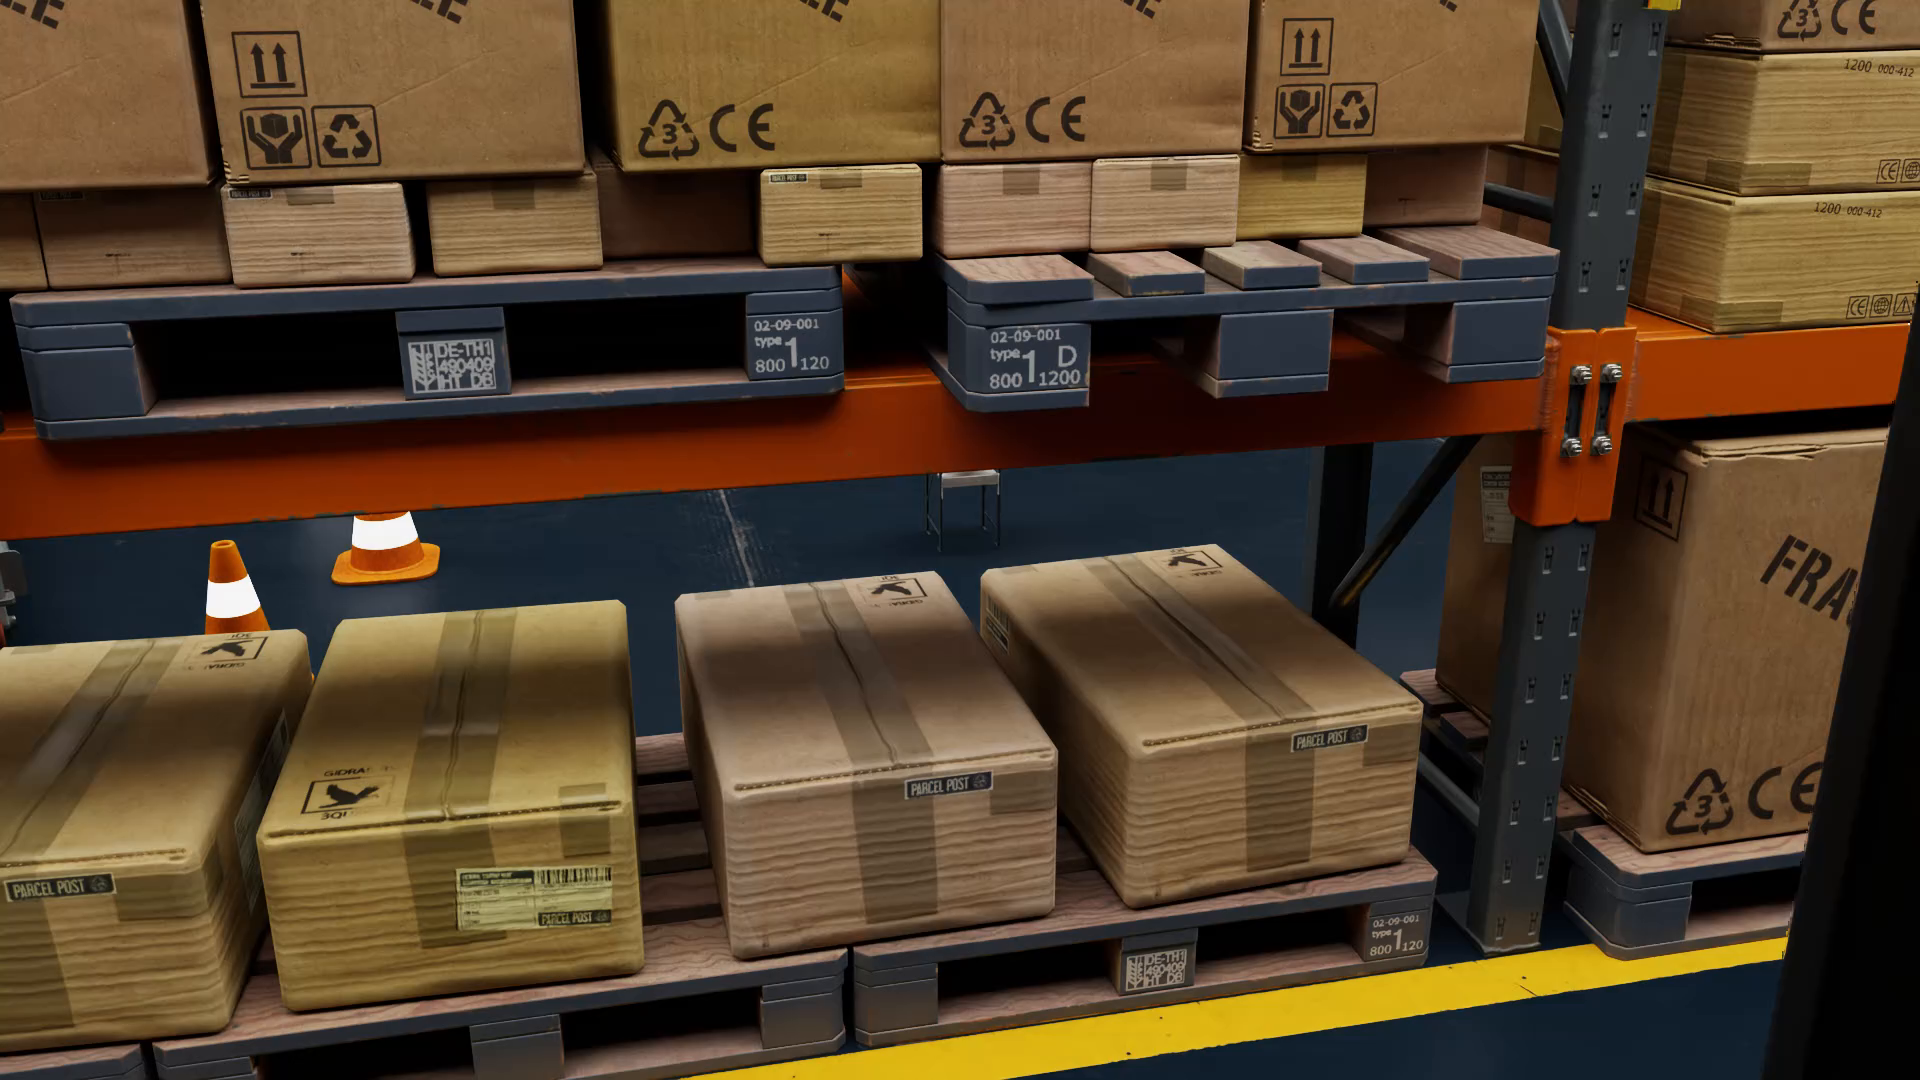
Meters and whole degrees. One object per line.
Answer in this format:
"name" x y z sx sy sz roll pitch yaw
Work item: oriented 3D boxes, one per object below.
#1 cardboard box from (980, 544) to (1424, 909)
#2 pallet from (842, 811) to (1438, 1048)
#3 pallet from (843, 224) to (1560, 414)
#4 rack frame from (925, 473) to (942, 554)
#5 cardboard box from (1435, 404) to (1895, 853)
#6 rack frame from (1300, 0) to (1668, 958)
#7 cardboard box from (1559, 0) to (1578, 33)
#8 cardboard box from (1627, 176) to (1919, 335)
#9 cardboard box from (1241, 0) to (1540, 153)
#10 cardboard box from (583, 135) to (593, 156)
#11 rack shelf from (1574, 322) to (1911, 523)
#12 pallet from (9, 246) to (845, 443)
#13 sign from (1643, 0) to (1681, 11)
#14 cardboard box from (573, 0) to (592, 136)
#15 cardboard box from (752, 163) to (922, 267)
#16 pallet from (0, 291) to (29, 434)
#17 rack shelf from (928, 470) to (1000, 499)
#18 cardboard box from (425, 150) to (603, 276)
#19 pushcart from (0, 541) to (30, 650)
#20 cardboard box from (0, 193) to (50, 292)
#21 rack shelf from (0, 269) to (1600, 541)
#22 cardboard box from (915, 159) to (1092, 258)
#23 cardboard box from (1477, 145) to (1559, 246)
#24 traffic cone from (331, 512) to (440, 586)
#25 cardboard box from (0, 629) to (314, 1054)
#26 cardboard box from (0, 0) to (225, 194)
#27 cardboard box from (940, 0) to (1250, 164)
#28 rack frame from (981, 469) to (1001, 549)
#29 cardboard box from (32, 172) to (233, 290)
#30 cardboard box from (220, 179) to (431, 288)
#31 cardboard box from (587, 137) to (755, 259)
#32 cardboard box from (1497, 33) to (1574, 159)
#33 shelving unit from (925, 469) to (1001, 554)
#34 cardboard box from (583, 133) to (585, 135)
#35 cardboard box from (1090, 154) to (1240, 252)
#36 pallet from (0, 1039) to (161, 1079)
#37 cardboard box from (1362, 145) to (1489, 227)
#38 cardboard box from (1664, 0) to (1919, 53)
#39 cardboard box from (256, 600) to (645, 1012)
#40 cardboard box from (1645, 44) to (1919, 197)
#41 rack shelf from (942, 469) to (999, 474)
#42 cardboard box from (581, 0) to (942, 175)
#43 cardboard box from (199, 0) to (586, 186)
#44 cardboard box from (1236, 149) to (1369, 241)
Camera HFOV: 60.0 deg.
"cardboard box" 0.483 0.364 3.669 0.625 0.372 0.950 -6 21 -16
"pallet" 0.274 0.657 3.714 1.213 0.211 1.003 -5 21 -12
"pallet" 0.366 -0.531 3.183 1.003 0.211 1.213 -5 21 -12
"rack frame" -0.091 -0.415 5.640 0.006 0.900 0.240 -5 21 -12
"cardboard box" 1.726 0.060 3.768 0.875 0.875 0.875 -5 21 -13
"rack frame" 1.035 -0.714 3.402 0.127 3.000 1.000 -5 21 -12
"cardboard box" 1.478 -1.359 3.563 0.500 0.500 0.500 -5 21 -14
"cardboard box" 1.569 -0.598 3.303 0.500 0.250 0.500 -5 21 -13
"cardboard box" 0.657 -0.968 2.909 0.500 0.500 0.500 -5 21 -14
"cardboard box" -0.639 -0.717 3.164 0.250 0.149 0.380 -4 20 -10
"rack shelf" 2.981 -0.534 3.958 4.000 0.370 1.077 -5 21 -12
"pallet" -0.882 -0.453 2.970 1.213 0.211 1.003 -5 21 -12
"sign" 1.169 -1.039 2.722 0.005 0.325 0.100 -5 21 -12
"cardboard box" -0.477 -1.051 3.136 0.500 0.500 0.500 -4 21 -12
"cardboard box" -0.220 -0.564 2.748 0.250 0.149 0.380 -4 21 -12
"pallet" -2.080 -0.319 2.603 1.213 0.211 1.003 -5 21 -12
"rack shelf" 0.008 -0.223 5.735 0.200 0.077 0.258 -5 21 -12
"cardboard box" -0.719 -0.539 2.680 0.250 0.149 0.380 -5 21 -14
"pushcart" -3.431 0.075 5.061 0.936 0.377 1.648 -13 24 -31
"cardboard box" -1.484 -0.485 2.534 0.250 0.149 0.380 -4 21 -12
"rack shelf" -0.911 -0.218 3.093 4.000 0.370 1.077 -5 21 -12
"cardboard box" 0.044 -0.591 2.820 0.250 0.149 0.380 -6 21 -15
"cardboard box" 1.467 -0.770 3.774 0.500 0.250 0.500 -5 21 -14
"traffic cone" -1.921 -0.130 5.498 0.334 0.463 0.336 -5 21 -12
"cardboard box" -1.649 0.539 3.191 0.625 0.372 0.950 -3 20 -9
"cardboard box" -1.364 -0.796 2.439 0.500 0.500 0.500 -5 21 -13
"cardboard box" 0.156 -0.924 2.787 0.500 0.500 0.500 -5 21 -13
"rack frame" 0.107 -0.431 5.684 0.006 0.900 0.240 -5 21 -12
"cardboard box" -1.243 -0.504 2.585 0.250 0.149 0.380 -4 21 -12
"cardboard box" -0.972 -0.508 2.595 0.250 0.149 0.380 -4 20 -10
"cardboard box" -0.494 -0.586 2.809 0.250 0.149 0.380 -4 21 -12
"cardboard box" 1.448 -1.001 3.678 0.500 0.250 0.500 -5 21 -13
"shelving unit" 0.008 -0.423 5.662 0.210 0.900 0.258 -5 21 -12
"cardboard box" -0.965 -1.014 3.035 0.500 0.500 0.500 -5 21 -15
"cardboard box" 0.291 -0.608 2.867 0.250 0.149 0.380 -5 21 -13
"pallet" -2.100 0.850 3.187 1.213 0.211 1.003 -5 21 -12
"cardboard box" 0.770 -0.688 3.087 0.250 0.149 0.380 -4 20 -10
"cardboard box" 1.571 -1.187 3.096 0.500 0.500 0.500 -5 21 -14
"cardboard box" -0.973 0.484 3.343 0.625 0.372 0.950 -4 20 -11
"cardboard box" 1.585 -0.835 3.225 0.500 0.250 0.500 -5 21 -13
"rack shelf" 0.008 -0.307 5.704 0.200 0.077 0.258 -5 21 -12
"cardboard box" -0.335 -0.883 2.677 0.500 0.500 0.500 -6 21 -16
"cardboard box" -0.866 -0.841 2.560 0.500 0.500 0.500 -6 21 -15
"cardboard box" 0.526 -0.643 2.963 0.250 0.149 0.380 -4 21 -12
